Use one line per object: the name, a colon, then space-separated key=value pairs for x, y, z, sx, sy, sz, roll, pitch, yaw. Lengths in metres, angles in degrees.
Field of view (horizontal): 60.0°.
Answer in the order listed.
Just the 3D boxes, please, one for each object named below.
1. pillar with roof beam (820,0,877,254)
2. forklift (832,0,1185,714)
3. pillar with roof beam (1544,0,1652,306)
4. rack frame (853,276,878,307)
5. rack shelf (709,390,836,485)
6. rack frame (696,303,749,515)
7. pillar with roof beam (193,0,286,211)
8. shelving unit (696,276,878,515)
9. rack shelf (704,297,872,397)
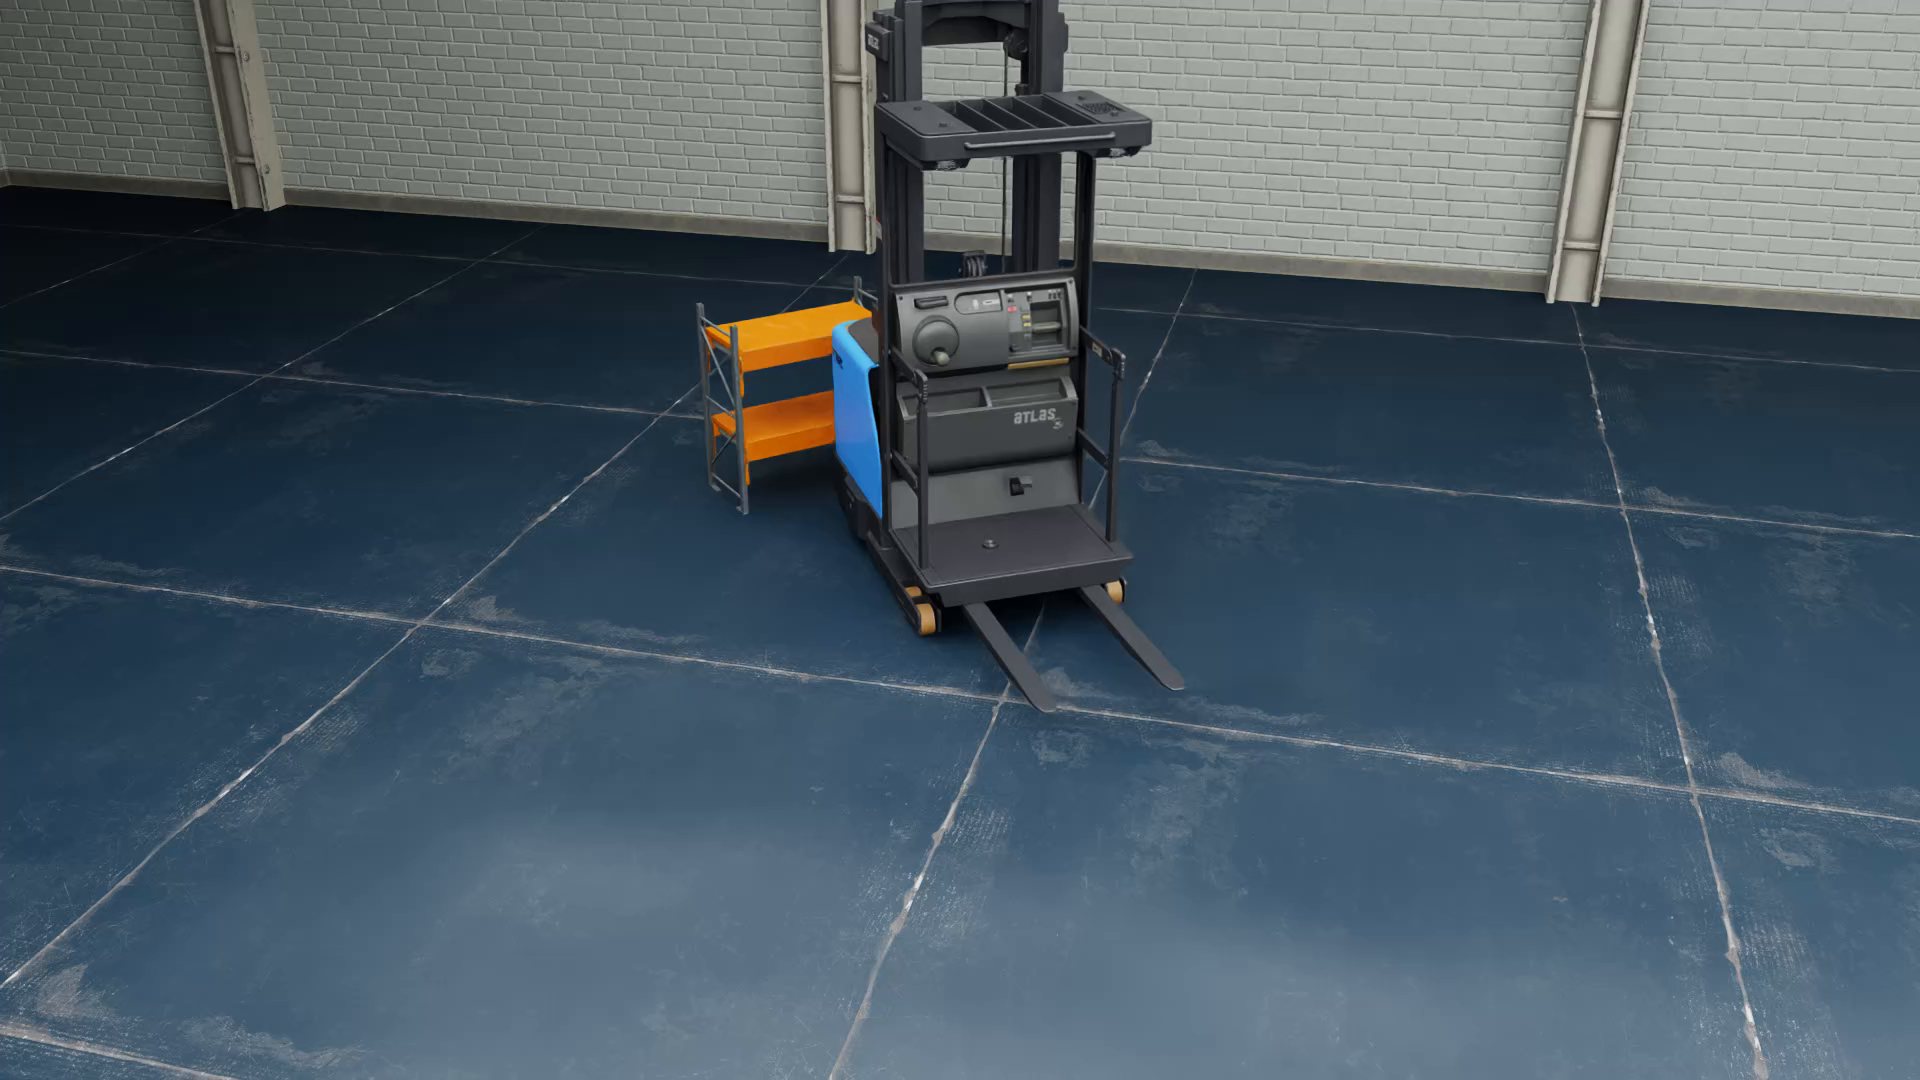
pillar with roof beam: x=-1.995 y=-4.841 z=8.950 sx=0.400 sy=9.000 sz=9.100 roll=6 pitch=26 yaw=13
forklift: x=0.209 y=-1.040 z=8.026 sx=1.130 sy=2.935 sz=3.031 roll=-8 pitch=27 yaw=-16
pillar with roof beam: x=3.816 y=-4.199 z=7.601 sx=0.400 sy=9.000 sz=9.100 roll=6 pitch=26 yaw=13
rack frame: x=-0.493 y=-0.979 z=9.994 sx=0.032 sy=1.125 sz=0.500 roll=-15 pitch=29 yaw=-28
rack shelf: x=-0.925 y=-0.643 z=9.859 sx=1.000 sy=0.278 sz=0.538 roll=-15 pitch=29 yaw=-28
rack frame: x=-1.358 y=-0.748 z=9.513 sx=0.032 sy=1.125 sz=0.500 roll=-15 pitch=29 yaw=-28
pillar with roof beam: x=-7.806 y=-5.484 z=10.300 sx=0.400 sy=9.000 sz=9.100 roll=6 pitch=26 yaw=13
shelving unit: x=-0.926 y=-0.863 z=9.753 sx=1.048 sy=1.125 sz=0.538 roll=-15 pitch=29 yaw=-28
rack shelf: x=-0.926 y=-1.128 z=9.627 sx=1.000 sy=0.278 sz=0.538 roll=-15 pitch=29 yaw=-28
